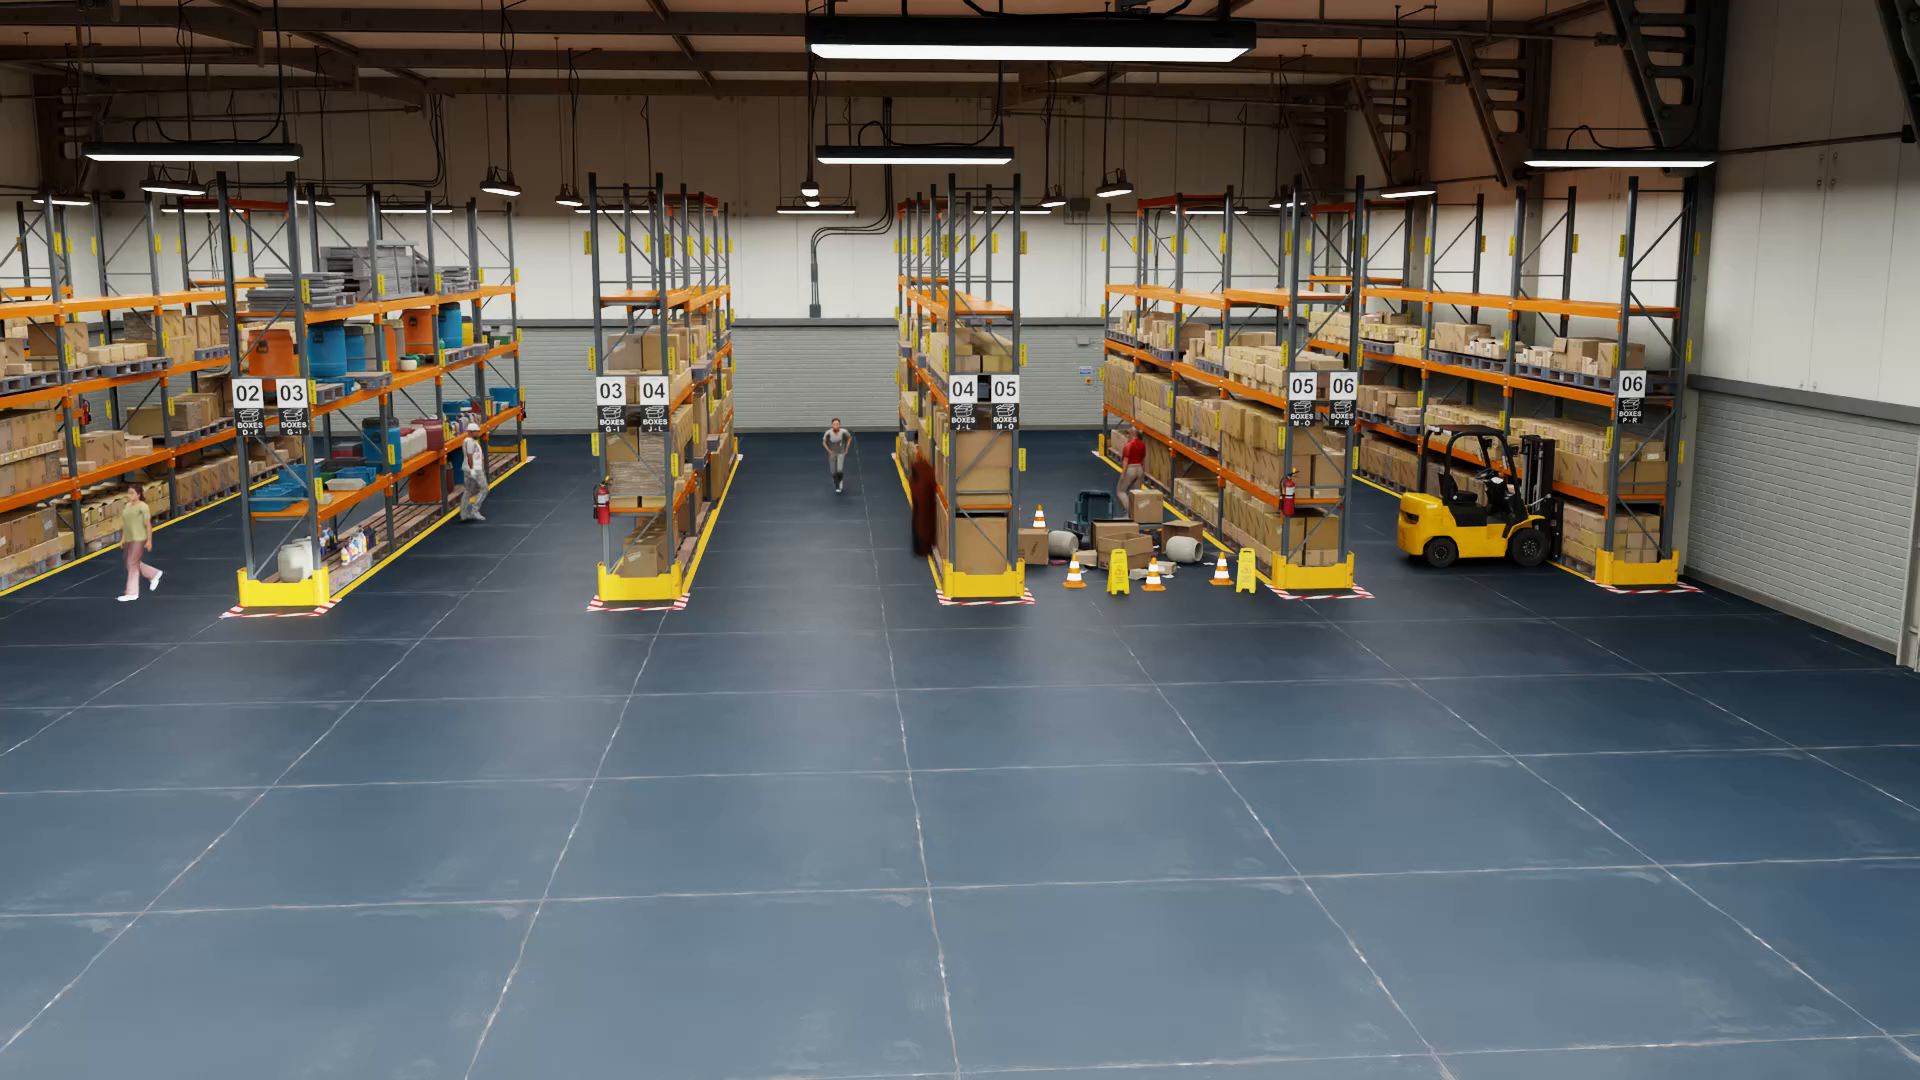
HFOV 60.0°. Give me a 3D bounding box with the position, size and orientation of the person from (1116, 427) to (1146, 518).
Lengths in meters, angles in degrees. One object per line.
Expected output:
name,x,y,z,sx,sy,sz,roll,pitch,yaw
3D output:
person,3.173,-1.196,30.622,0.576,1.765,0.410,-7,12,-36

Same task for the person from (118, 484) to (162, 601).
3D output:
person,-11.805,0.006,23.845,0.476,1.649,0.811,5,11,27

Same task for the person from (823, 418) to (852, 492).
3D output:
person,-2.503,-1.736,34.081,0.574,1.553,0.689,1,10,4

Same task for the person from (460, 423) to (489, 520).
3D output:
person,-9.025,-1.262,30.713,0.525,1.766,0.629,-9,13,-41
